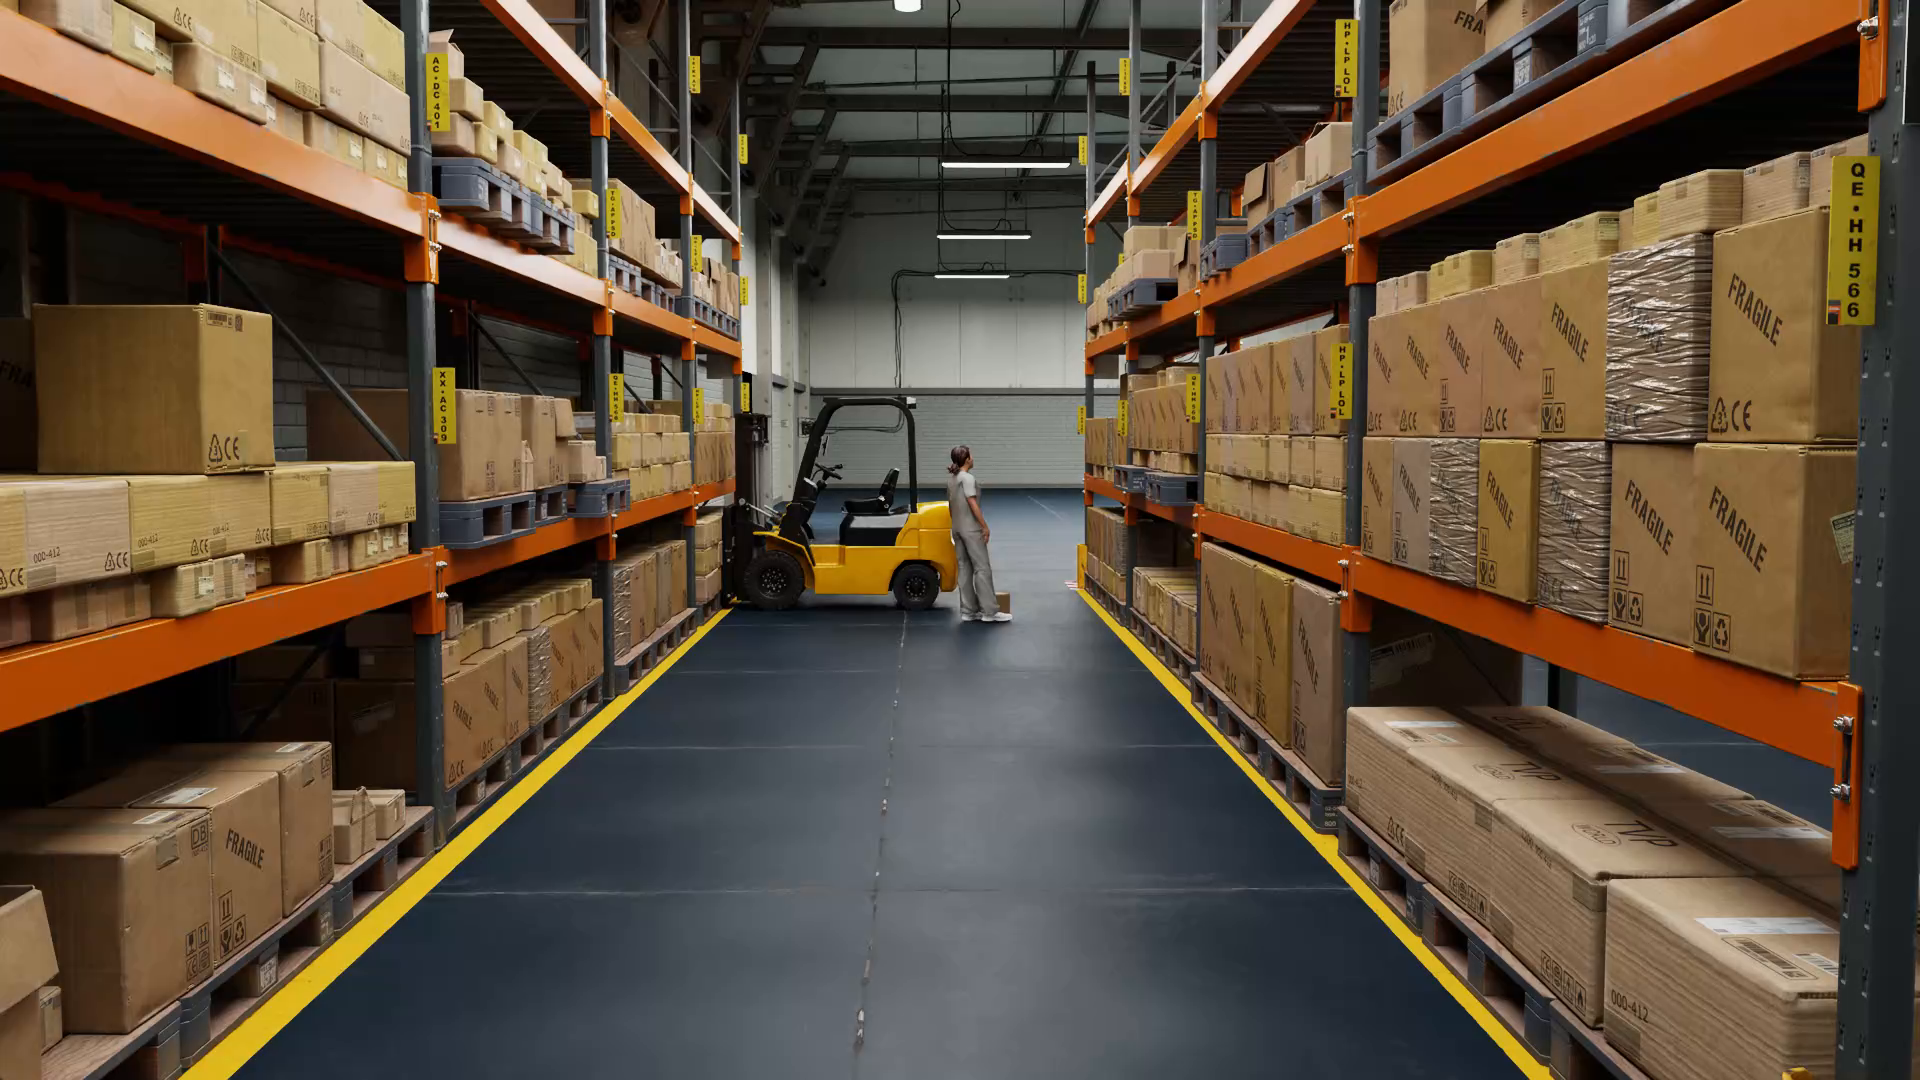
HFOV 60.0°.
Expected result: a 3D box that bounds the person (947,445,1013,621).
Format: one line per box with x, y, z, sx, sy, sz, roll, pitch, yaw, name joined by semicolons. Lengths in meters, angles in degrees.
0.143;-0.070;15.864;0.548;1.673;0.550;-2;4;-30;person
